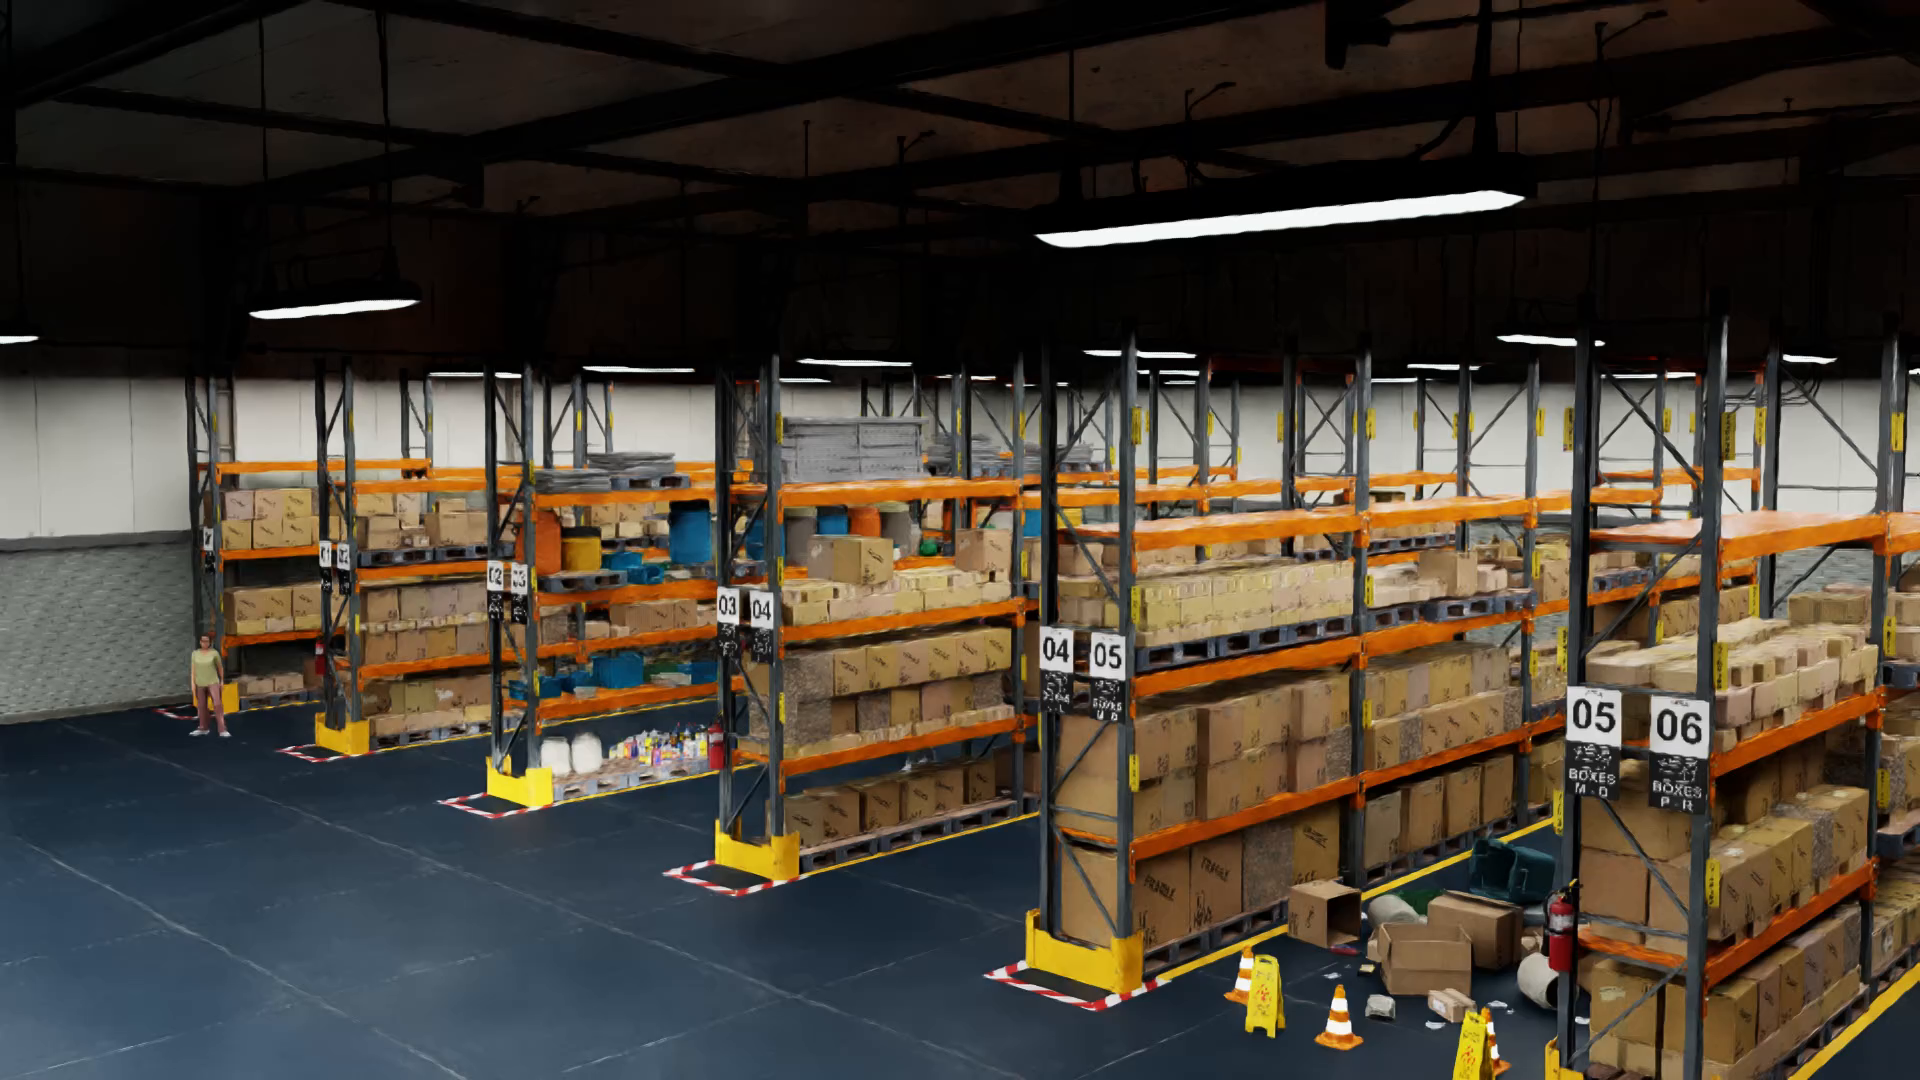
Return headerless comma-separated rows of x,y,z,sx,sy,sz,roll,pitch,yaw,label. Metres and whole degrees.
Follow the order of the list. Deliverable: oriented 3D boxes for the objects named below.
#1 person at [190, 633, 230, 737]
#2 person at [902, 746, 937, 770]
-11.931,2.297,26.434,0.690,1.661,0.562,-1,4,-10,person
-0.640,2.458,24.128,0.904,1.716,0.736,-4,6,-41,person
